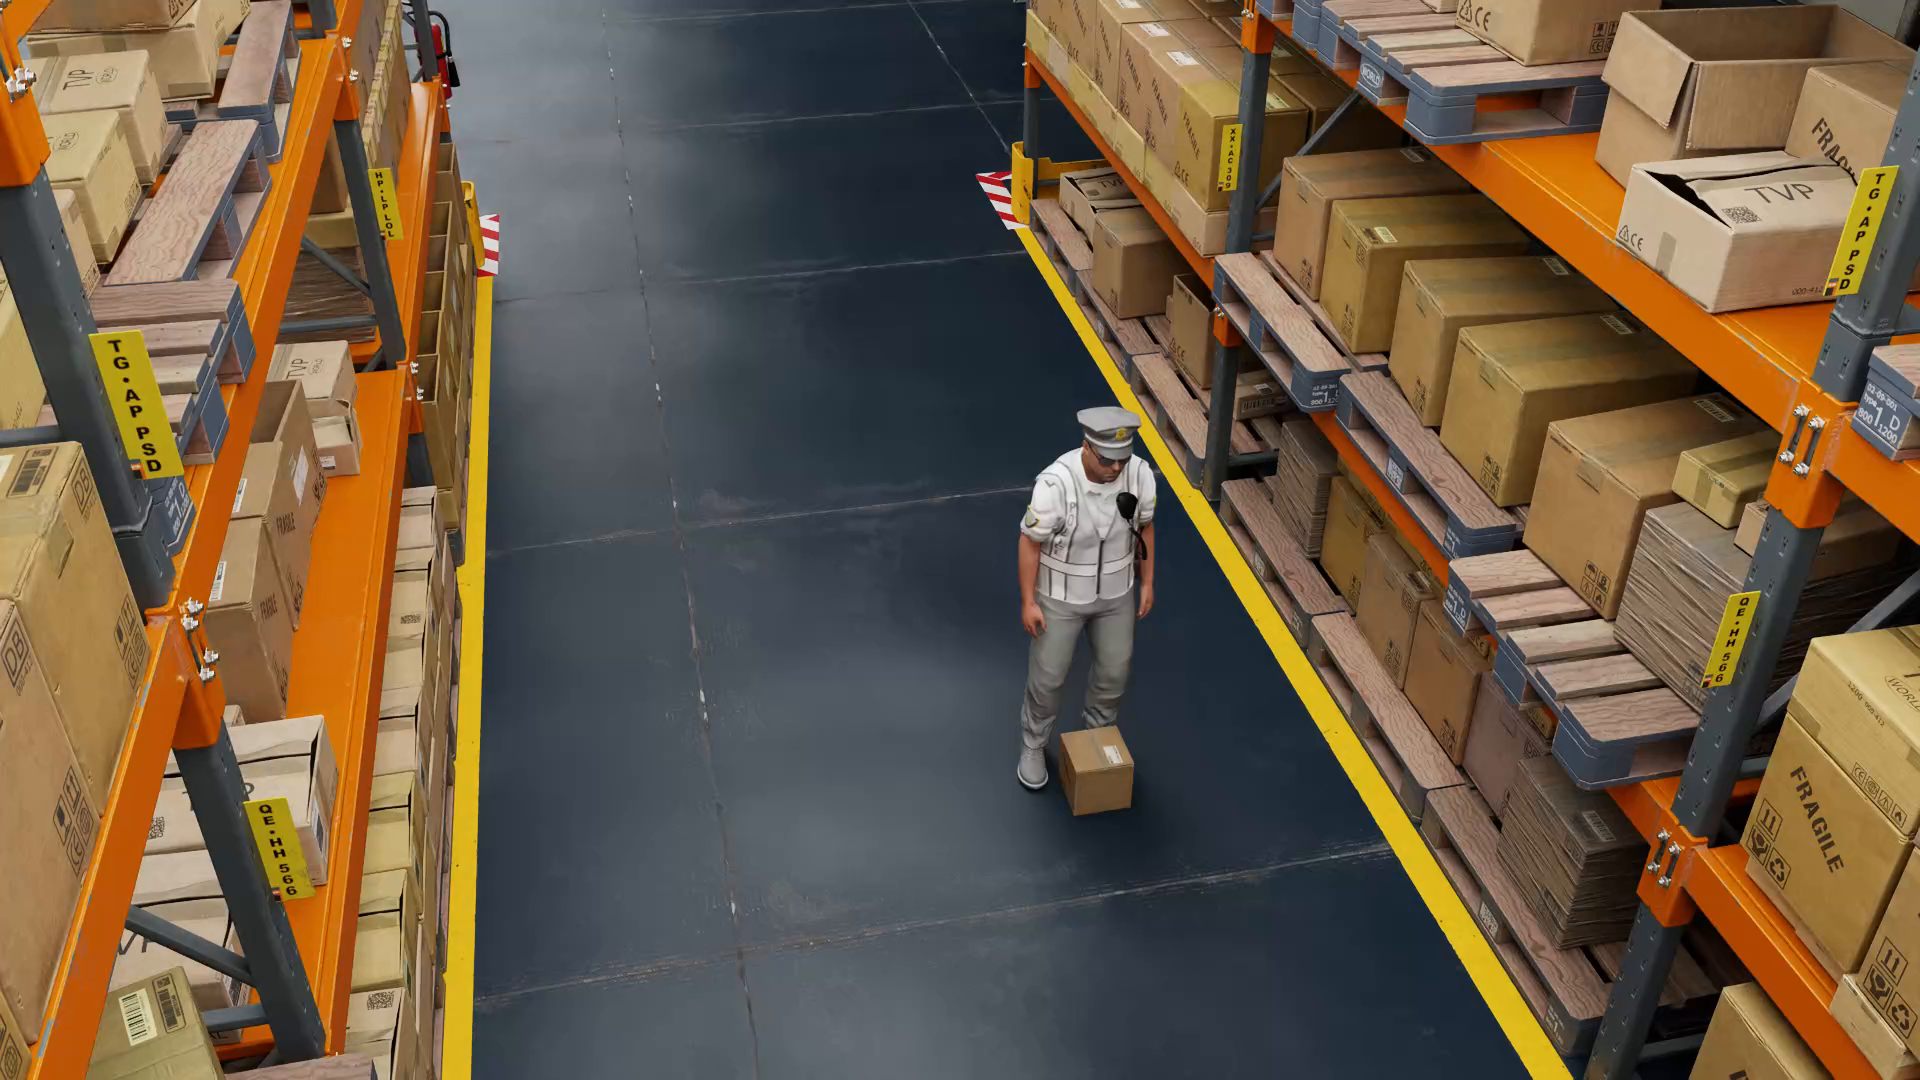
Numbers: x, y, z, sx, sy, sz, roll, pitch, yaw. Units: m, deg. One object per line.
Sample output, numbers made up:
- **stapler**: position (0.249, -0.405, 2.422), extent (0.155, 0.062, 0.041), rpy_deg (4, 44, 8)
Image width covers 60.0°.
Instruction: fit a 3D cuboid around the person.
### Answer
- **person**: position (0.512, 0.204, 6.834), extent (0.606, 1.749, 0.440), rpy_deg (-9, 35, -13)
